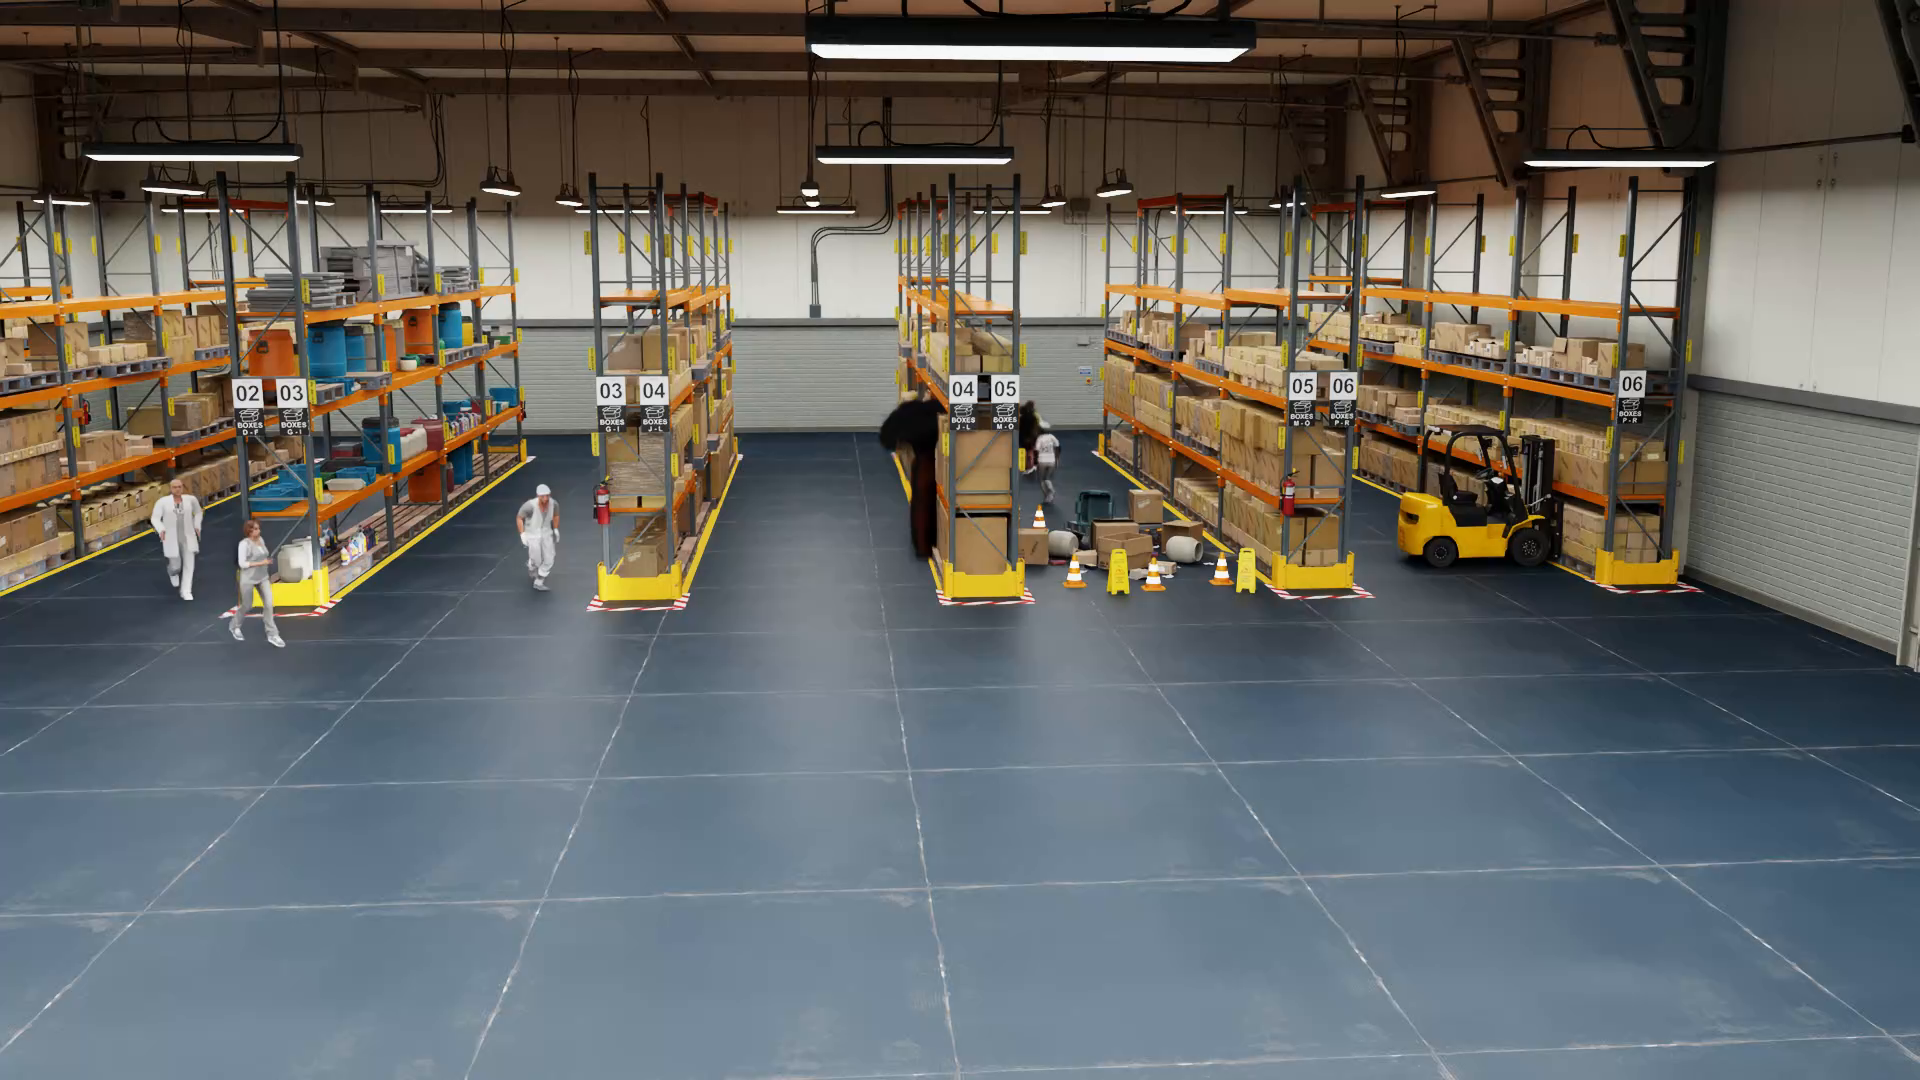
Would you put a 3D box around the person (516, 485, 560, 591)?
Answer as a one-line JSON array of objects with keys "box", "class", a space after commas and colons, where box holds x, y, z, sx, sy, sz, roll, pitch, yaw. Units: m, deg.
[{"box": [-6.207, -0.059, 24.429, 0.657, 1.602, 0.962, -6, 12, -32], "class": "person"}]

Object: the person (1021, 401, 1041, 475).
[{"box": [1.596, -2.215, 36.515, 0.549, 1.650, 0.823, -4, 11, -21], "class": "person"}]

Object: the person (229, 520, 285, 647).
[{"box": [-8.911, 0.530, 20.929, 0.861, 1.605, 0.525, 5, 11, 26], "class": "person"}]

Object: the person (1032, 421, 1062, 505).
[{"box": [1.707, -1.490, 32.442, 0.619, 1.644, 0.585, -4, 11, -21], "class": "person"}]

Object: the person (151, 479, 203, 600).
[{"box": [-11.209, -0.024, 23.873, 0.693, 1.733, 0.782, -6, 12, -32], "class": "person"}]
